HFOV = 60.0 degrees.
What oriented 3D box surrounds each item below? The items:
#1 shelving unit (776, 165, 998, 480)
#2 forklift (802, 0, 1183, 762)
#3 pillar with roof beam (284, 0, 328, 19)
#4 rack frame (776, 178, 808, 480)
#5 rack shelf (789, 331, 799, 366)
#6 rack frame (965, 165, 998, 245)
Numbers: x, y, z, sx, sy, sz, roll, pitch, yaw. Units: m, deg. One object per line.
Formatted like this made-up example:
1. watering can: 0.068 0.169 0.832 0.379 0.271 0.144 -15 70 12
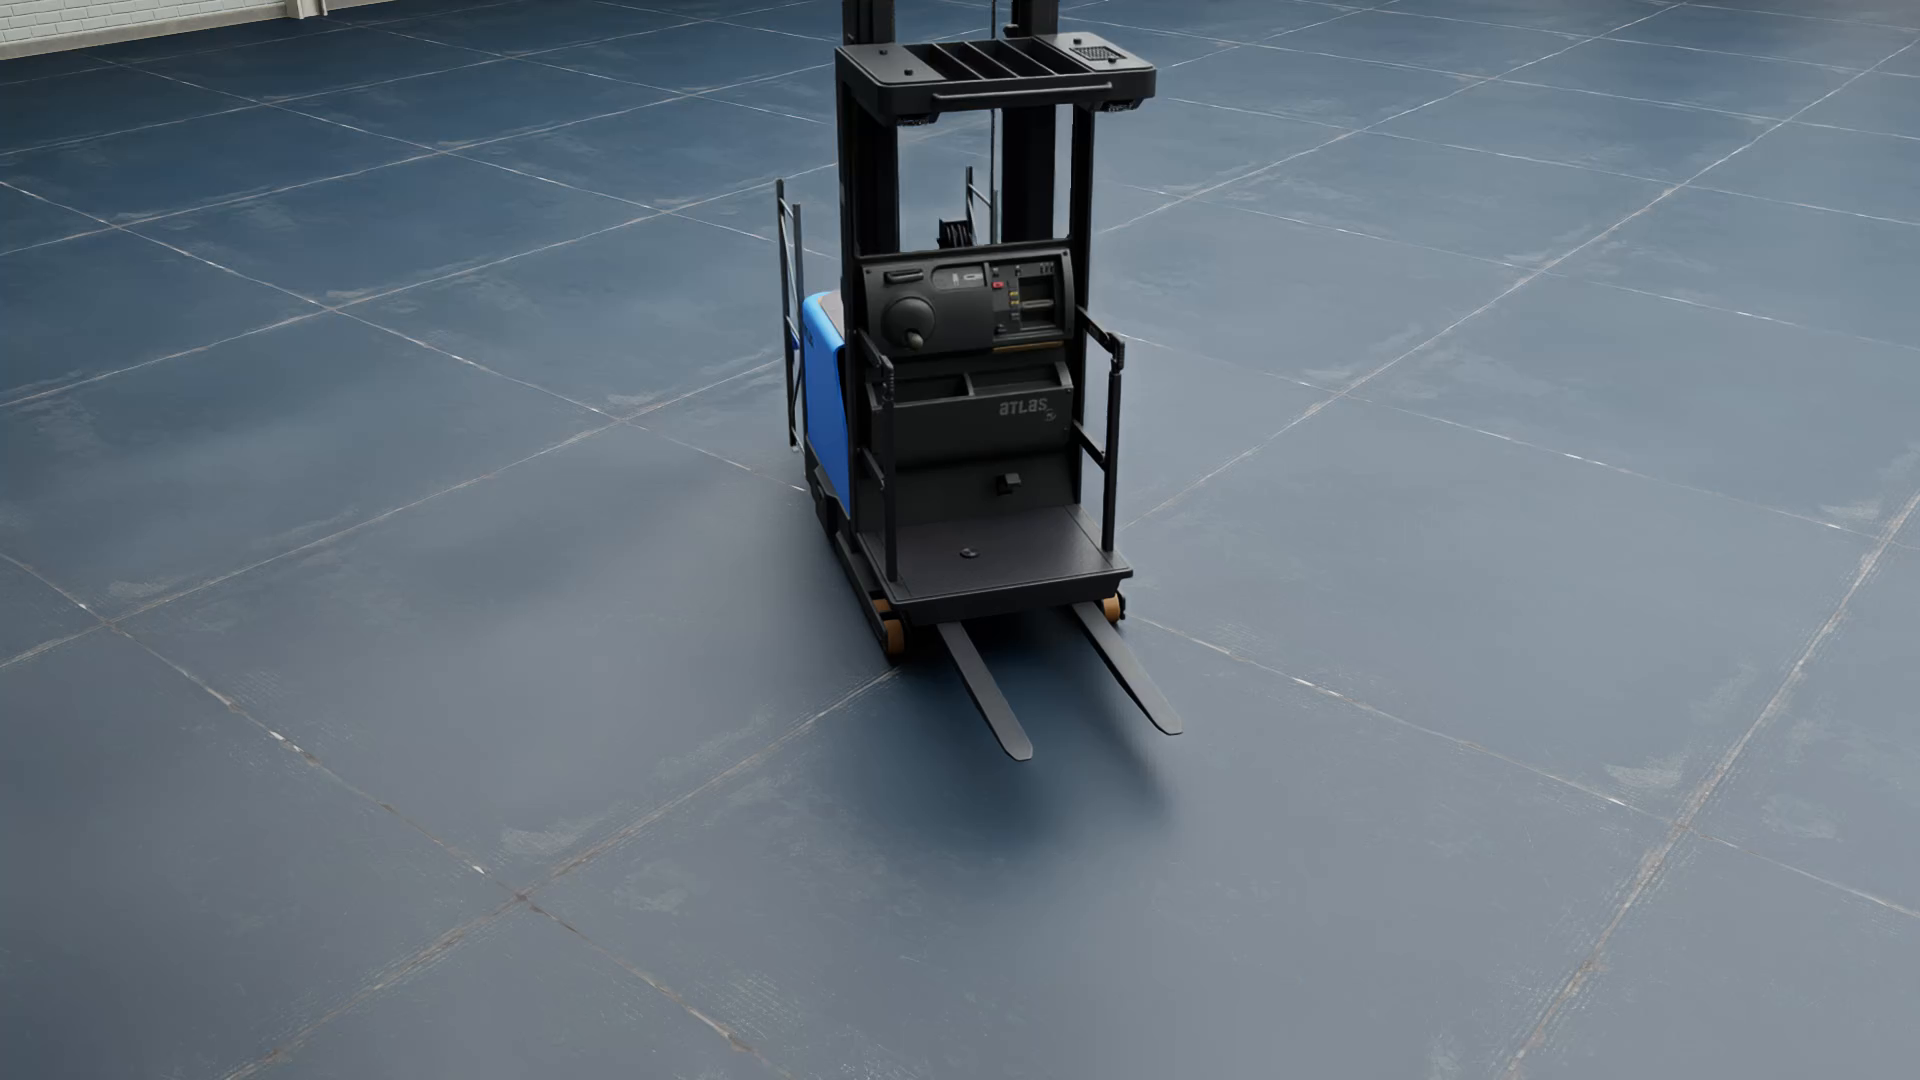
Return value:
1. shelving unit: -0.380 -1.156 8.850 1.048 1.500 0.538 -7 28 -14
2. forklift: 0.105 -0.994 6.981 1.130 2.935 3.031 -8 28 -15
3. pillar with roof beam: -4.974 -9.405 16.637 9.100 9.000 0.400 21 34 34
4. rack frame: -0.868 -1.092 8.727 0.032 1.500 0.500 -7 28 -14
5. rack shelf: -0.379 -0.996 8.933 1.000 0.185 0.538 -7 28 -14
6. rack frame: 0.109 -1.220 8.974 0.032 1.500 0.500 -7 28 -14
